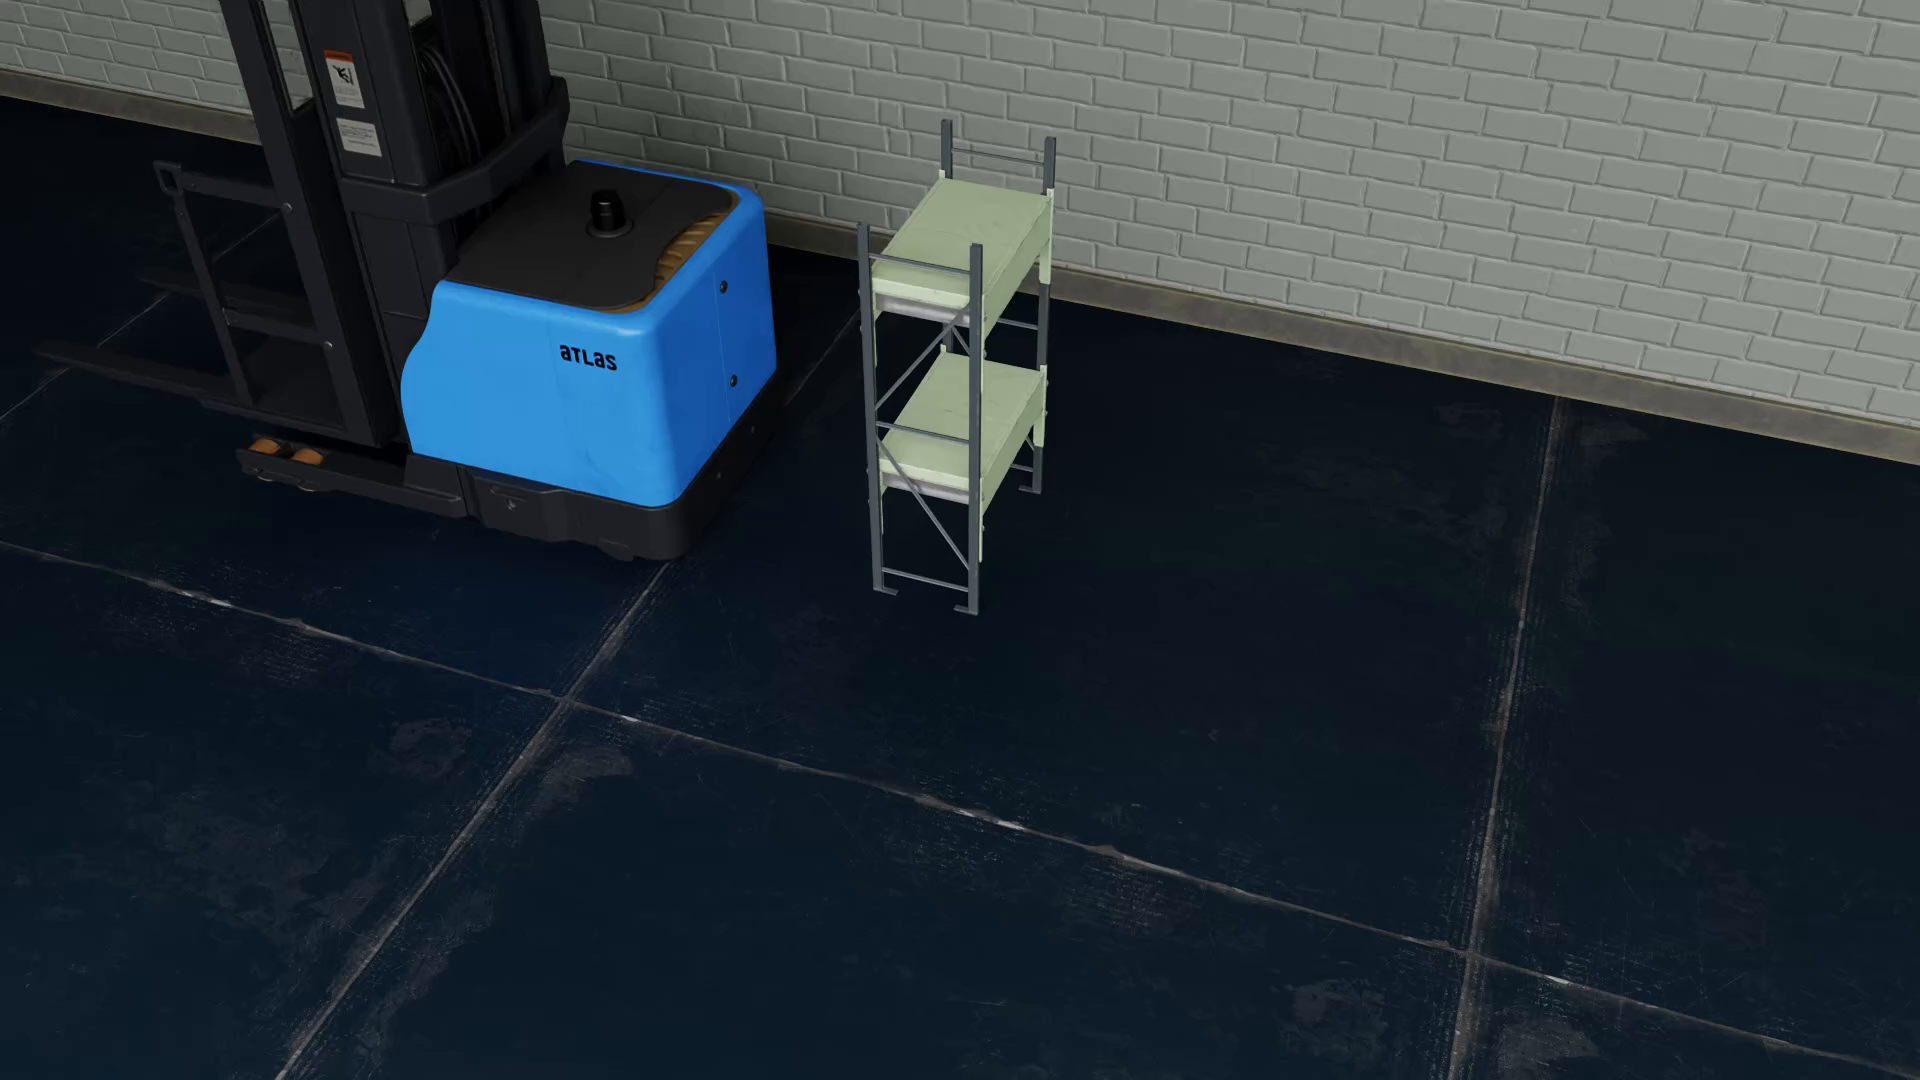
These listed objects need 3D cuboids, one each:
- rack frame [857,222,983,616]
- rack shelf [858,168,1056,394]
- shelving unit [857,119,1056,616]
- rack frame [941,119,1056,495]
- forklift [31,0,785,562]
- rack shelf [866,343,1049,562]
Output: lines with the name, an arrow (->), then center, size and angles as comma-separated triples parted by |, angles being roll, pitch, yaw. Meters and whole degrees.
rack frame -> -0.123, -0.351, 5.506 | 0.400, 1.500, 0.023 | 13, 42, 15
rack shelf -> 0.002, -0.872, 5.515 | 0.431, 0.370, 0.720 | 13, 42, 15
shelving unit -> 0.002, -0.575, 5.768 | 0.431, 1.500, 0.755 | 13, 42, 15
rack frame -> 0.127, -0.798, 6.030 | 0.400, 1.500, 0.023 | 13, 42, 15
forklift -> -2.281, -1.612, 5.882 | 3.031, 2.935, 1.130 | 13, 42, 15
rack shelf -> 0.002, -0.327, 5.980 | 0.431, 0.370, 0.720 | 13, 42, 15
